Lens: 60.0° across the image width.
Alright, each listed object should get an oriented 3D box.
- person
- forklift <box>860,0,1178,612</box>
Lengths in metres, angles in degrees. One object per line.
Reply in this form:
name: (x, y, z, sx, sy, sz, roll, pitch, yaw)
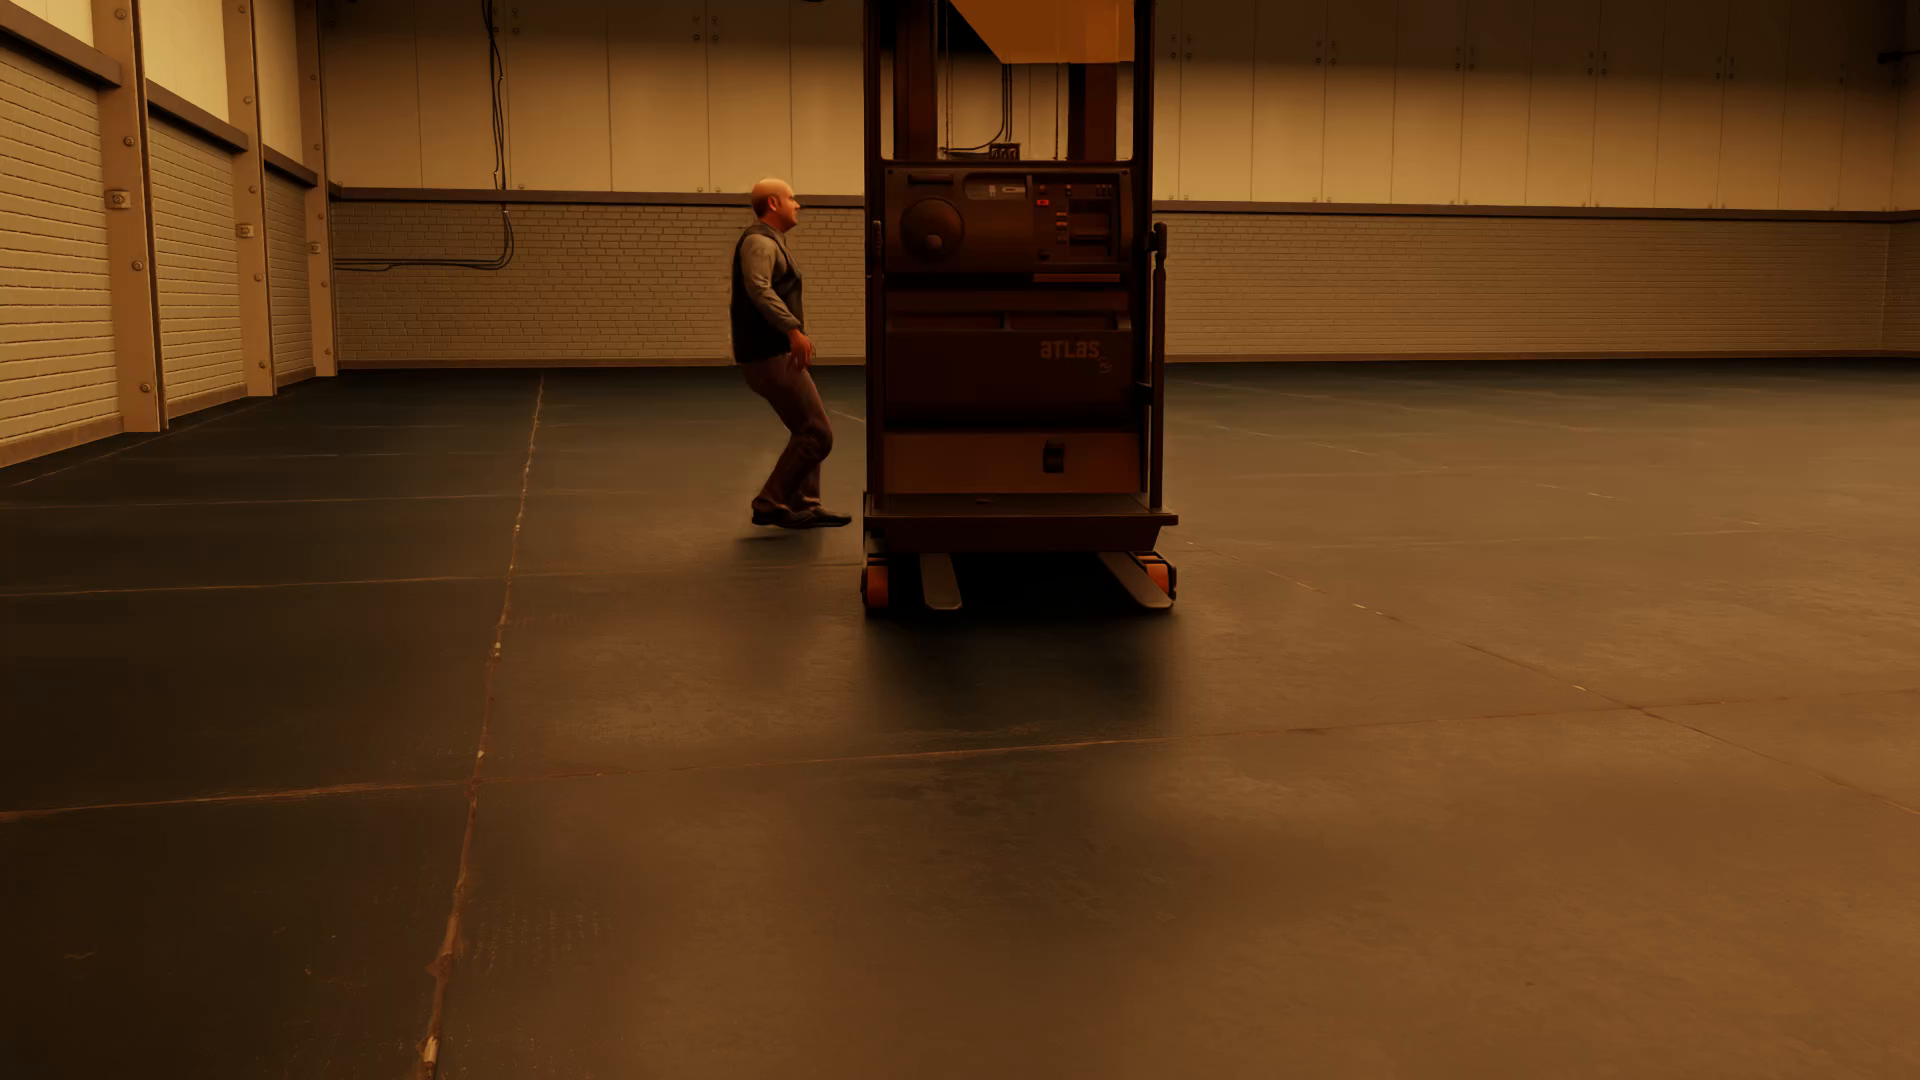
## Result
person: (-0.787, -0.846, 7.836, 0.579, 1.682, 0.873, -1, 8, -8)
forklift: (0.193, -1.246, 6.035, 1.130, 2.935, 3.031, 0, 8, -3)
